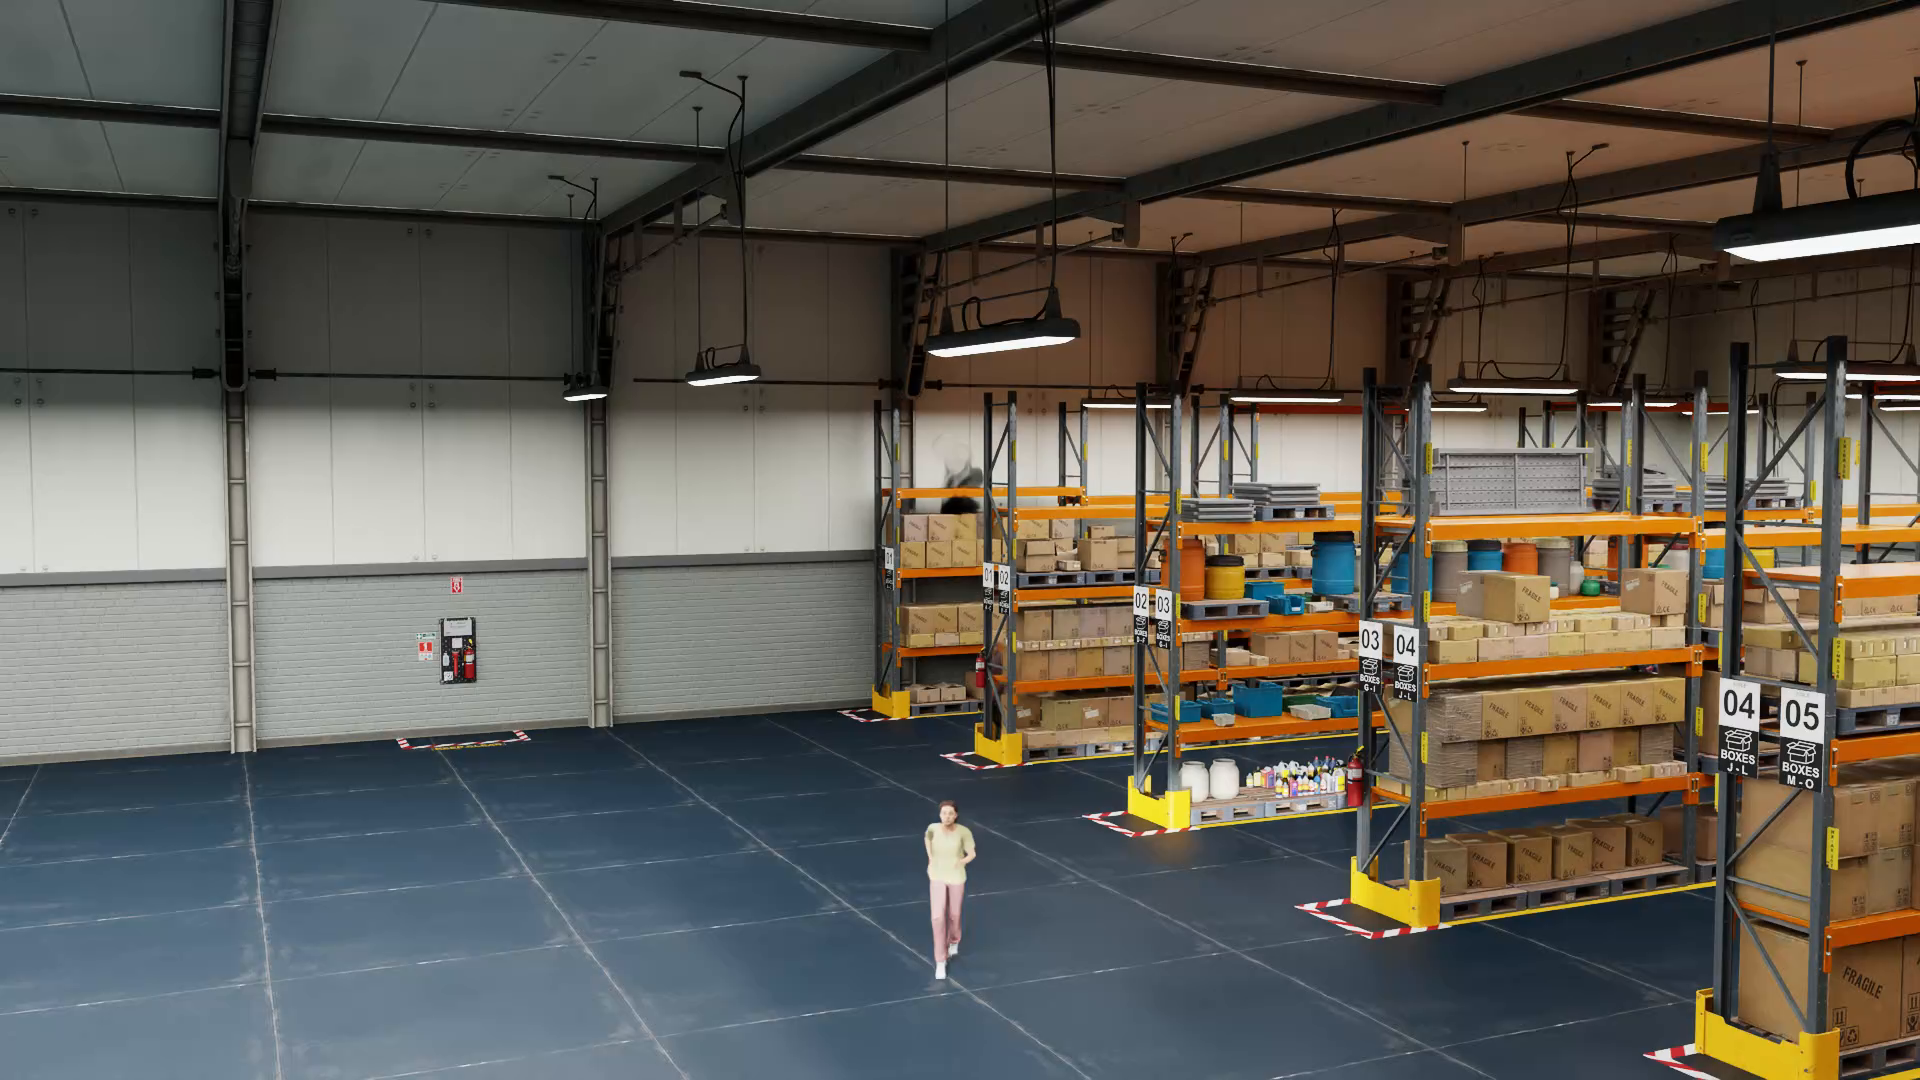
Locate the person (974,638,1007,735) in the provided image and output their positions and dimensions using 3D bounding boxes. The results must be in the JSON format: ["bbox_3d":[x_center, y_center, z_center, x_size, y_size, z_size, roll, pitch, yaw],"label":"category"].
[{"bbox_3d":[0.608,2.614,28.911,0.796,1.824,0.748,-2,4,-33],"label":"person"}]

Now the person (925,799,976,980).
[{"bbox_3d":[-0.096,3.380,16.404,0.507,1.706,0.856,0,3,1],"label":"person"}]
